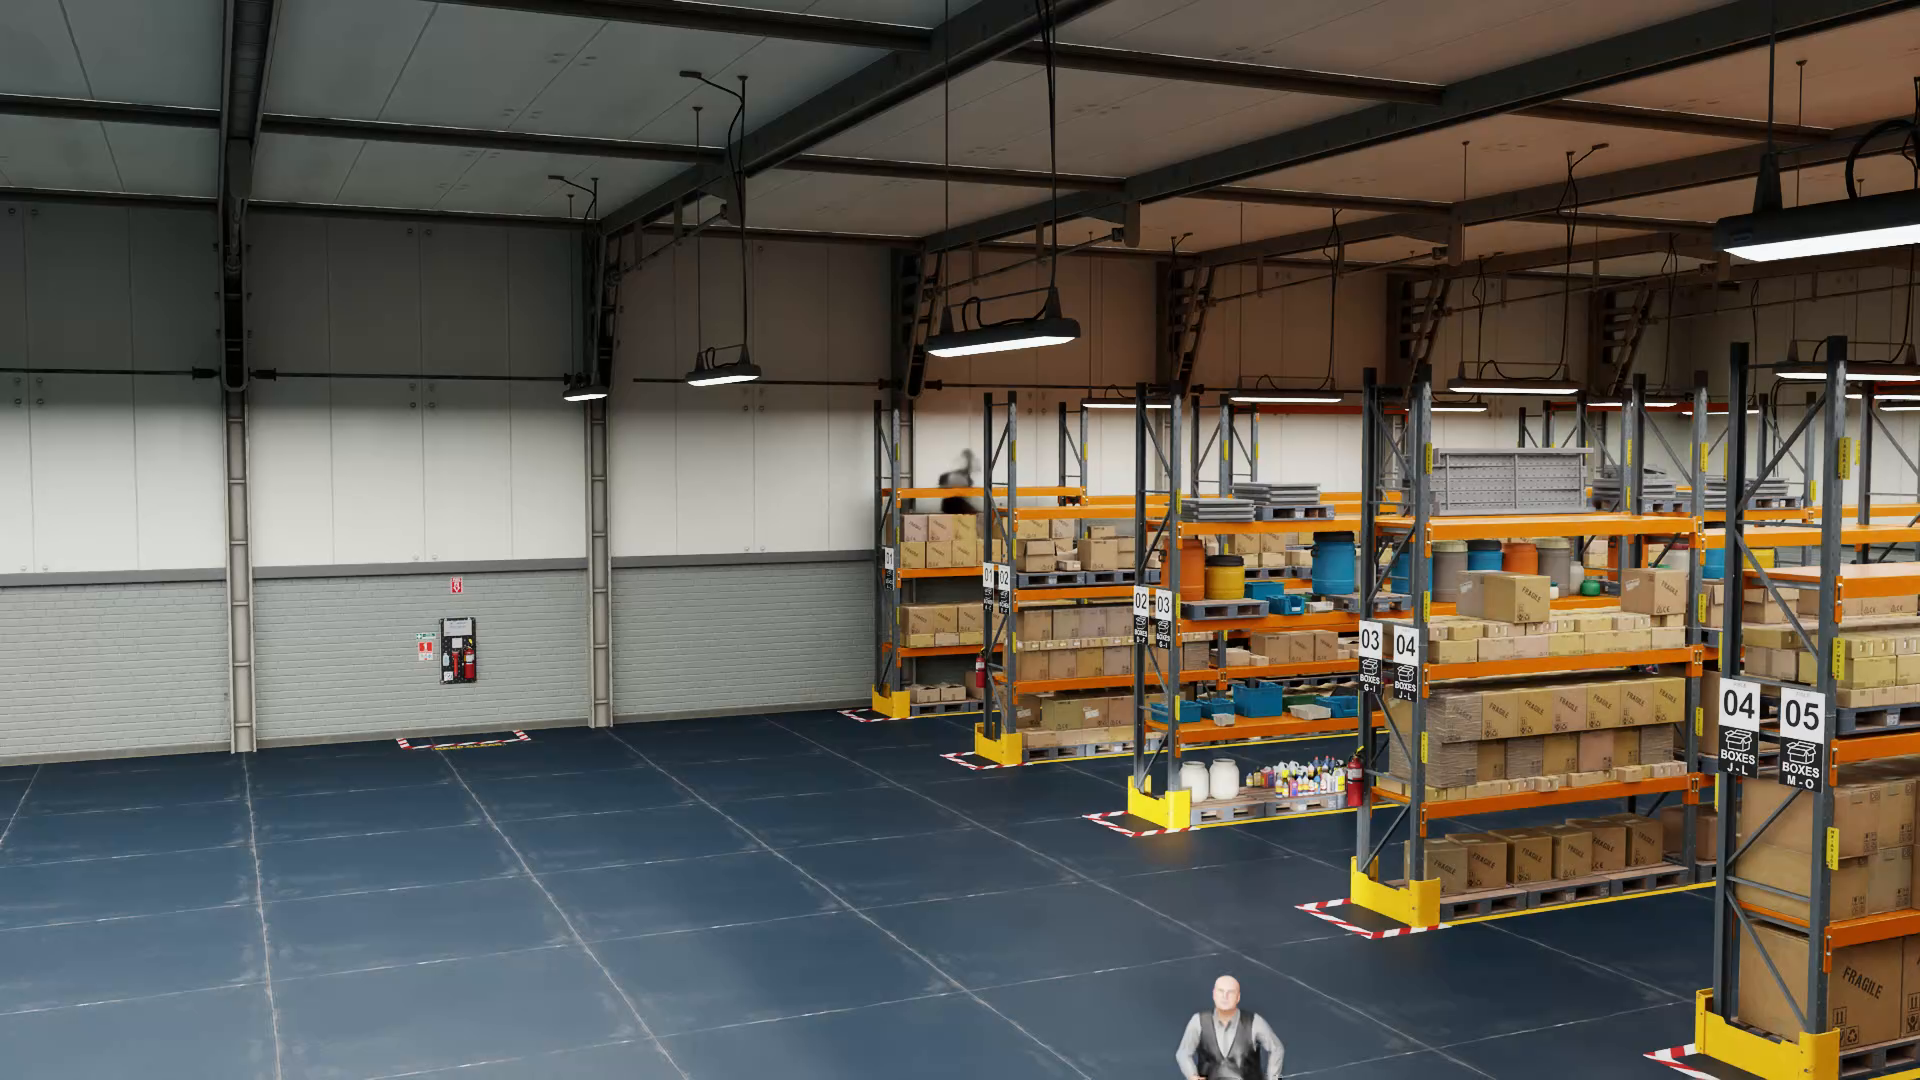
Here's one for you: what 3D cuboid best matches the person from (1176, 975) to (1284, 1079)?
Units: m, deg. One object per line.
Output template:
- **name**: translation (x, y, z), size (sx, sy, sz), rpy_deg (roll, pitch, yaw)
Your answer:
- **person**: translation (1.751, 3.690, 10.868), size (0.698, 1.685, 0.591), rpy_deg (1, 3, 15)
